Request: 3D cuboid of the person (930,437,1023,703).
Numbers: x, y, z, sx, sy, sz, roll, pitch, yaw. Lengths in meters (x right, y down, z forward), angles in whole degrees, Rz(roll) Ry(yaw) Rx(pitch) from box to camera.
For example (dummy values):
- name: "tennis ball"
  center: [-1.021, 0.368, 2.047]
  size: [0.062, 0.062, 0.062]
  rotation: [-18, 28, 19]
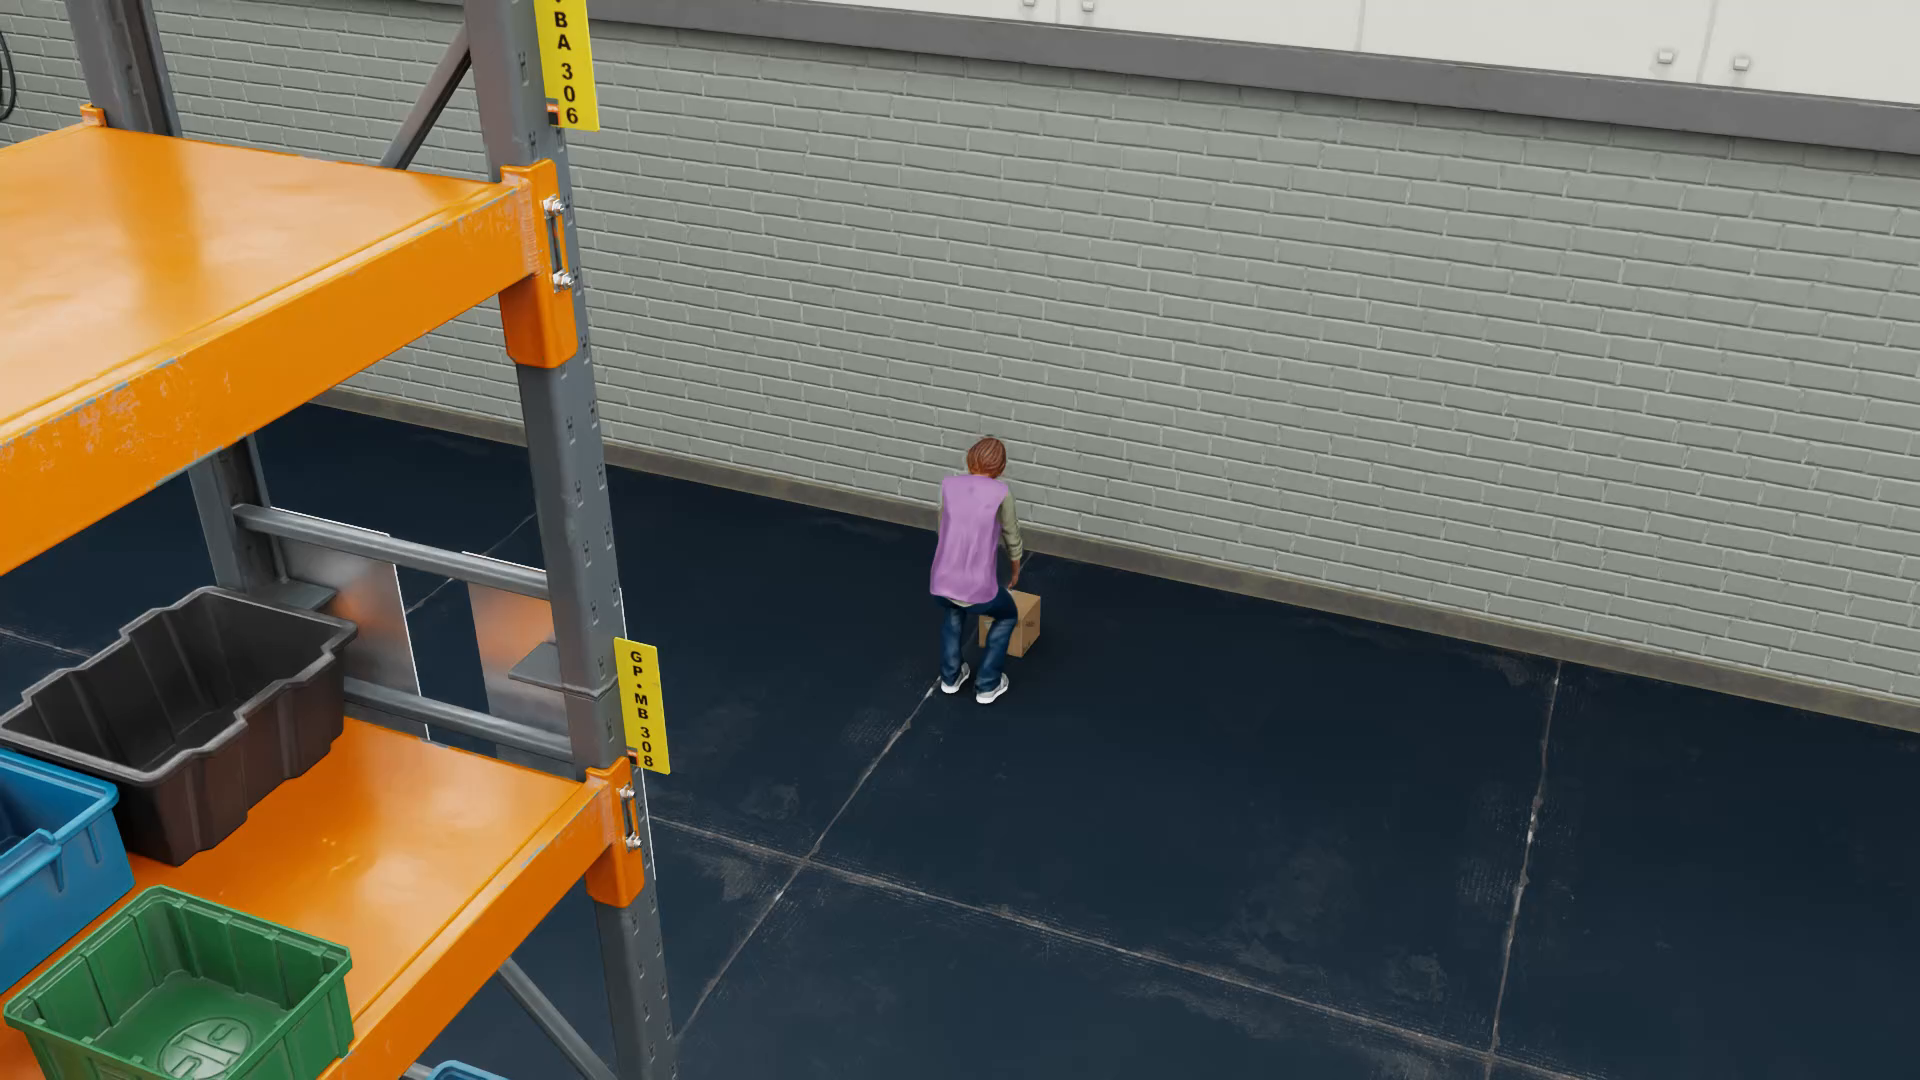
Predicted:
- name: "person"
  center: [0.057, 0.172, 8.378]
  size: [0.462, 1.325, 0.640]
  rotation: [14, 33, 22]
